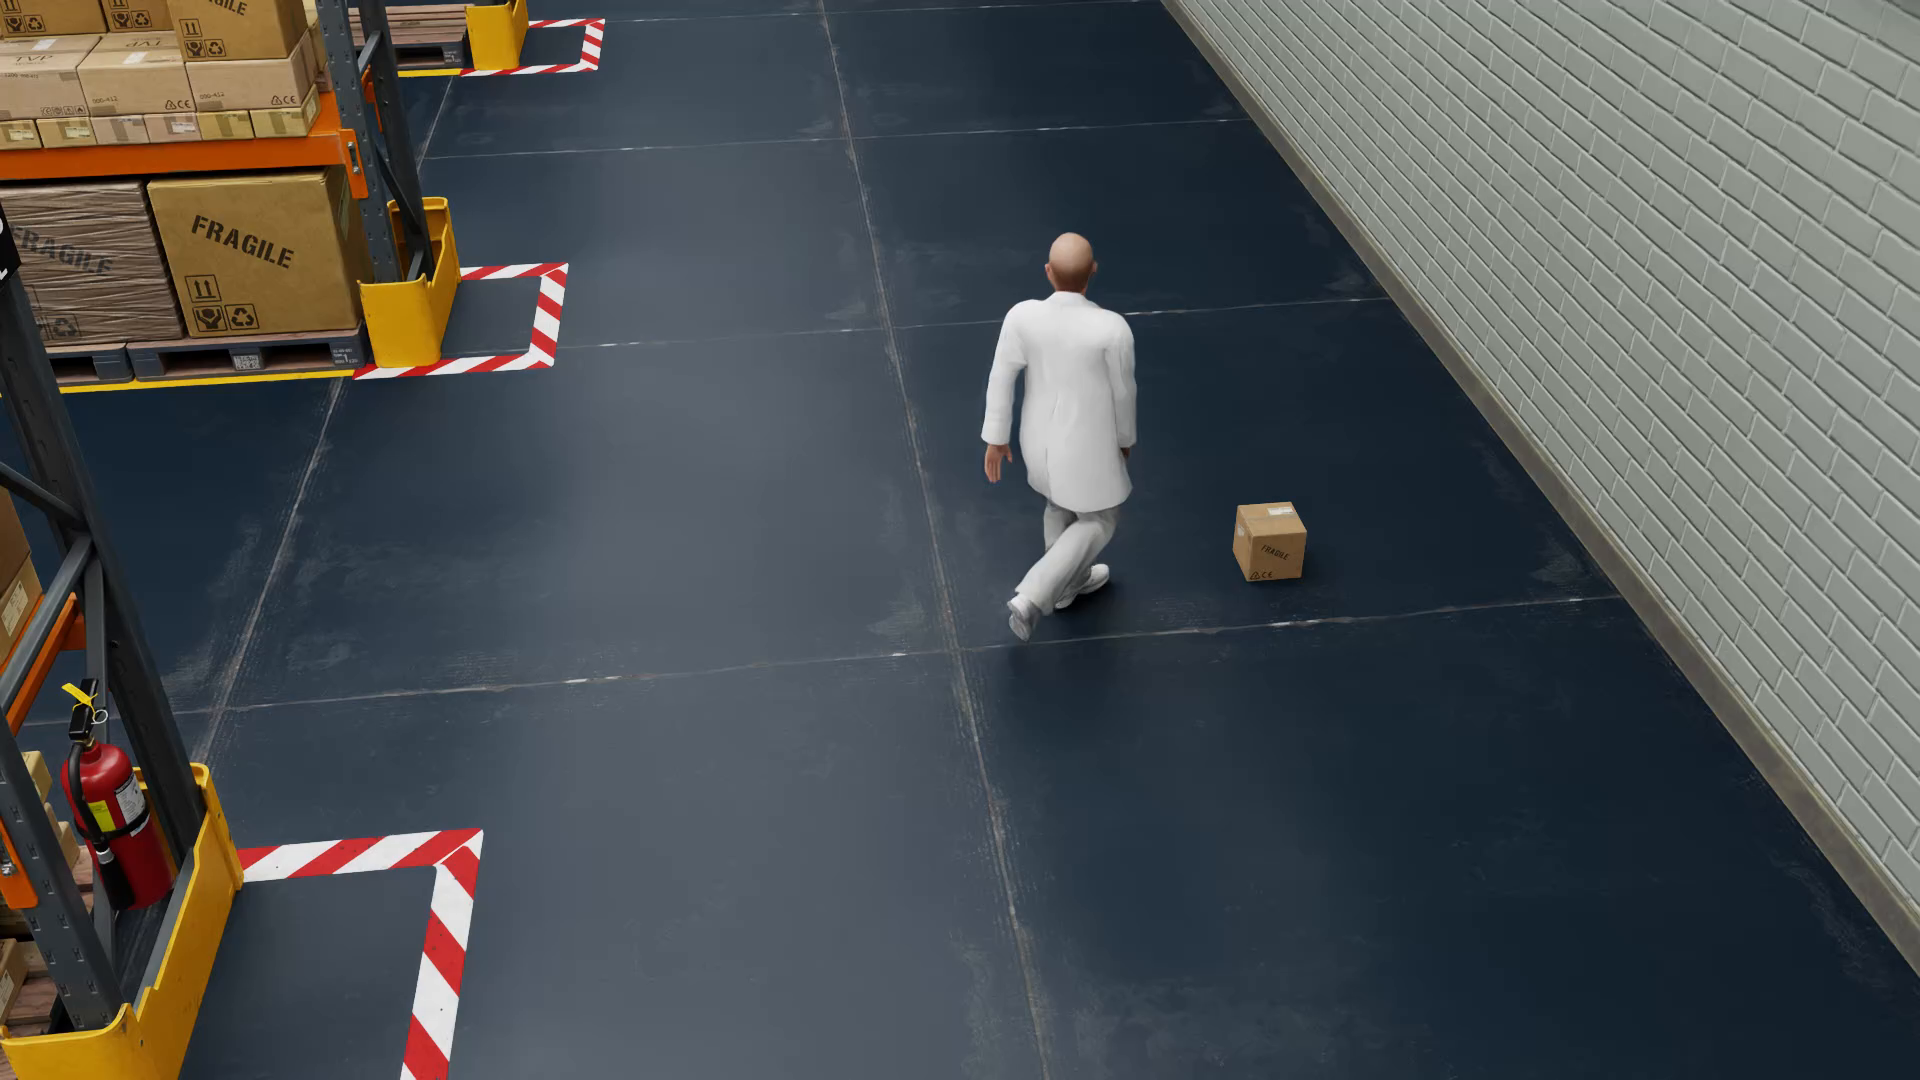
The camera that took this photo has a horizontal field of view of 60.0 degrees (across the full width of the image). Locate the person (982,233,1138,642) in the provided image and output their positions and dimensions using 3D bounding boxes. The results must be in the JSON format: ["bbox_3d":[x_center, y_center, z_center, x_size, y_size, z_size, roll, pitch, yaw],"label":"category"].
[{"bbox_3d":[0.408,-0.391,6.722,0.576,1.766,0.817,22,40,29],"label":"person"}]
